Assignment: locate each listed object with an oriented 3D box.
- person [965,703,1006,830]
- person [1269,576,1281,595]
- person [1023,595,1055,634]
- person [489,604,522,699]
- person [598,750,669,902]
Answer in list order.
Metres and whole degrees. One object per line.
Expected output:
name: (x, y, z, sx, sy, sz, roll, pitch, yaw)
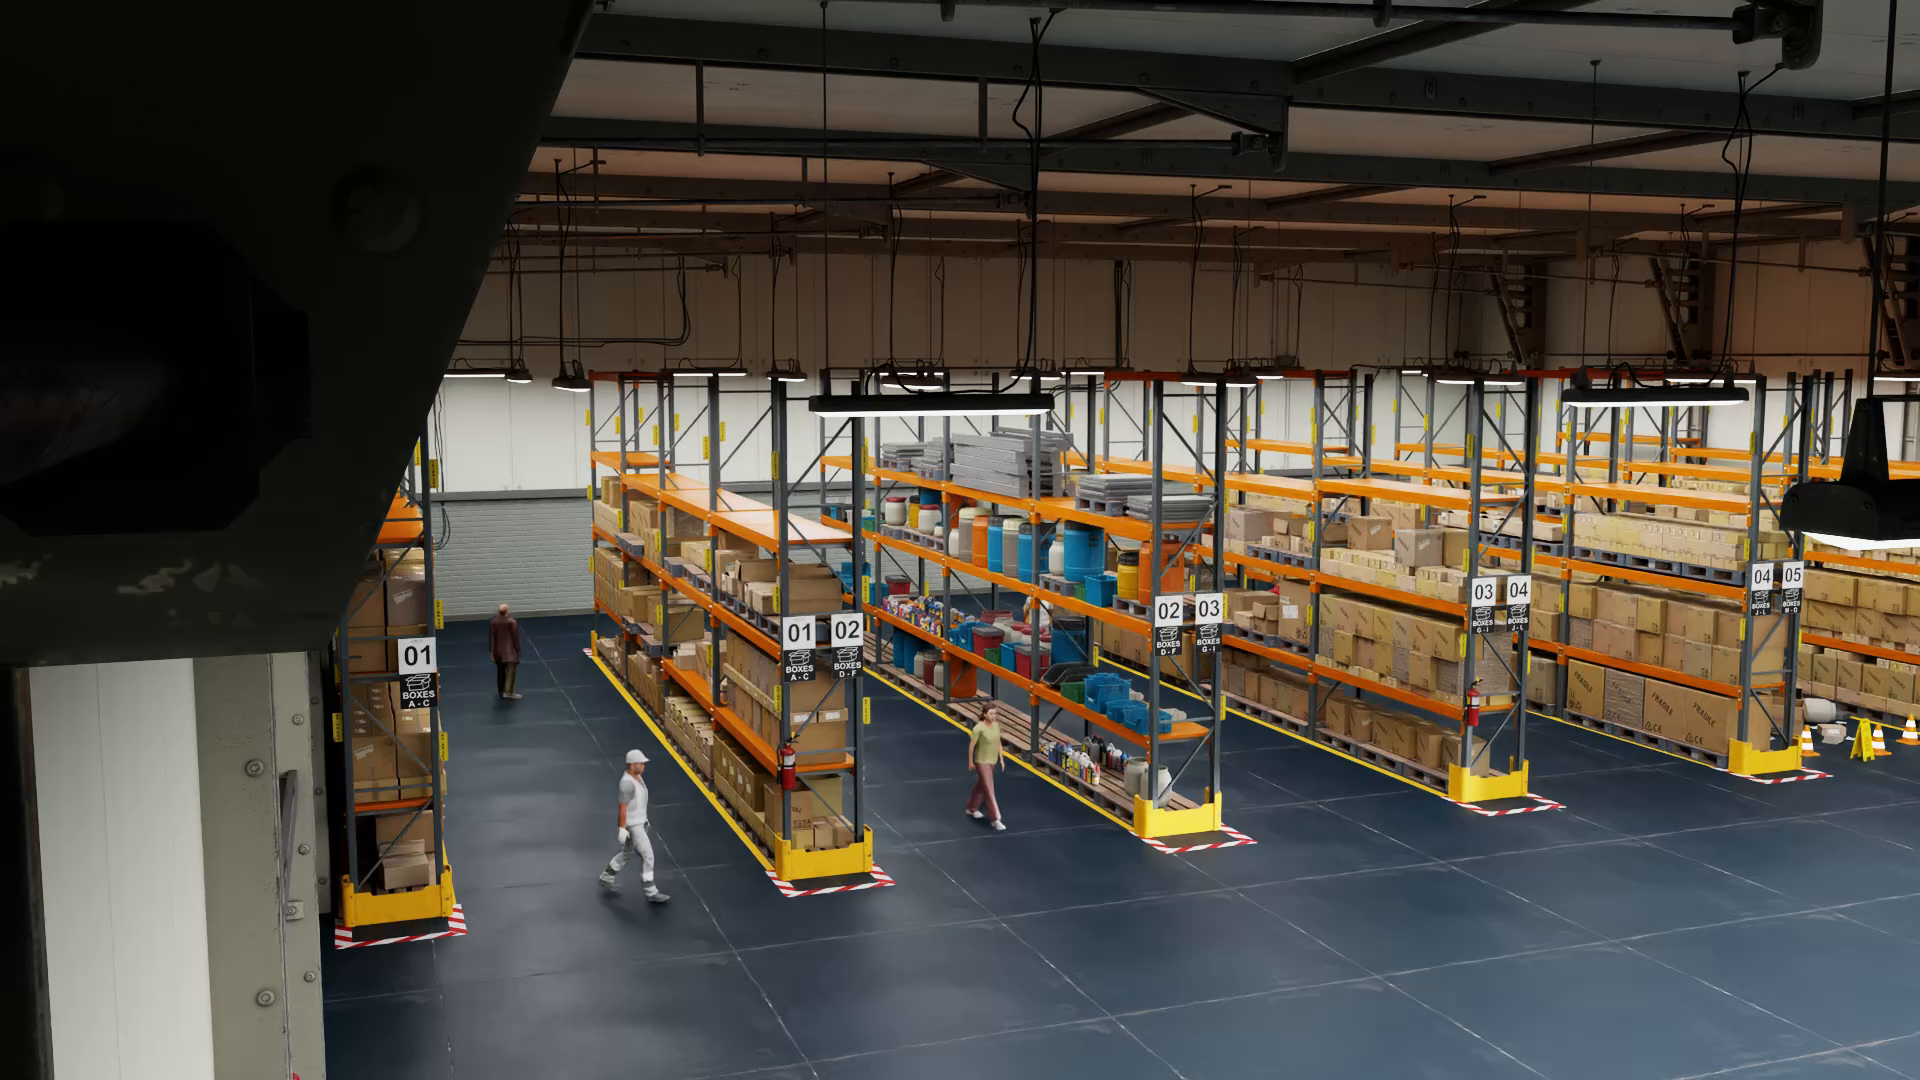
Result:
person: (0.392, 3.000, 22.408, 0.928, 1.626, 0.479, 6, 9, 42)
person: (6.676, 1.605, 34.714, 0.587, 1.724, 0.532, -2, 7, -19)
person: (1.602, 1.589, 33.161, 0.600, 1.547, 1.077, -2, 7, -18)
person: (-8.328, 2.043, 30.556, 0.666, 1.737, 1.035, 0, 6, 2)
person: (-3.818, 3.306, 19.382, 0.917, 1.756, 0.556, 0, 6, 2)
